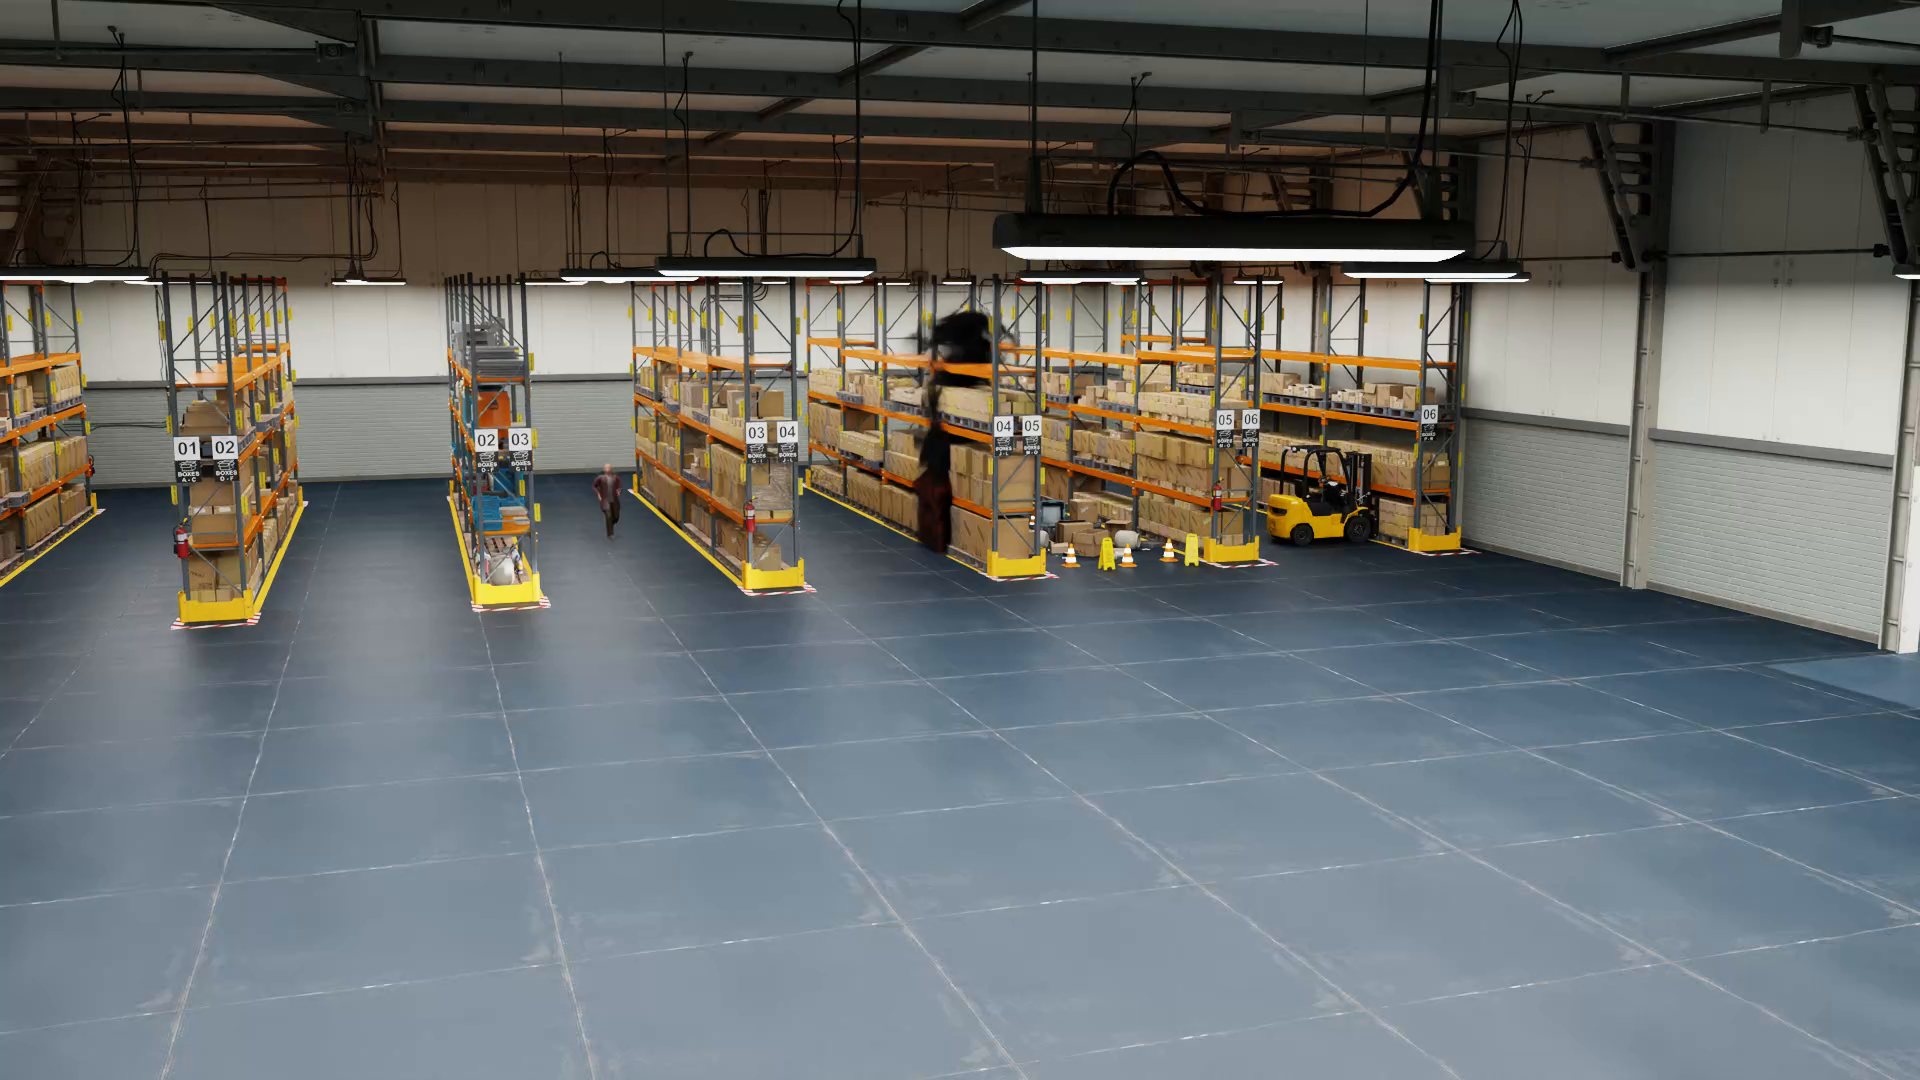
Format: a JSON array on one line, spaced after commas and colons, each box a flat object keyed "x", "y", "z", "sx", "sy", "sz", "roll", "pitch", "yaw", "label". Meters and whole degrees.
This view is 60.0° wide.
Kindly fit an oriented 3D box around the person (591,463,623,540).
[{"x": -8.093, "y": -0.900, "z": 38.271, "sx": 0.715, "sy": 1.735, "sz": 0.826, "roll": -4, "pitch": 10, "yaw": -27, "label": "person"}]
